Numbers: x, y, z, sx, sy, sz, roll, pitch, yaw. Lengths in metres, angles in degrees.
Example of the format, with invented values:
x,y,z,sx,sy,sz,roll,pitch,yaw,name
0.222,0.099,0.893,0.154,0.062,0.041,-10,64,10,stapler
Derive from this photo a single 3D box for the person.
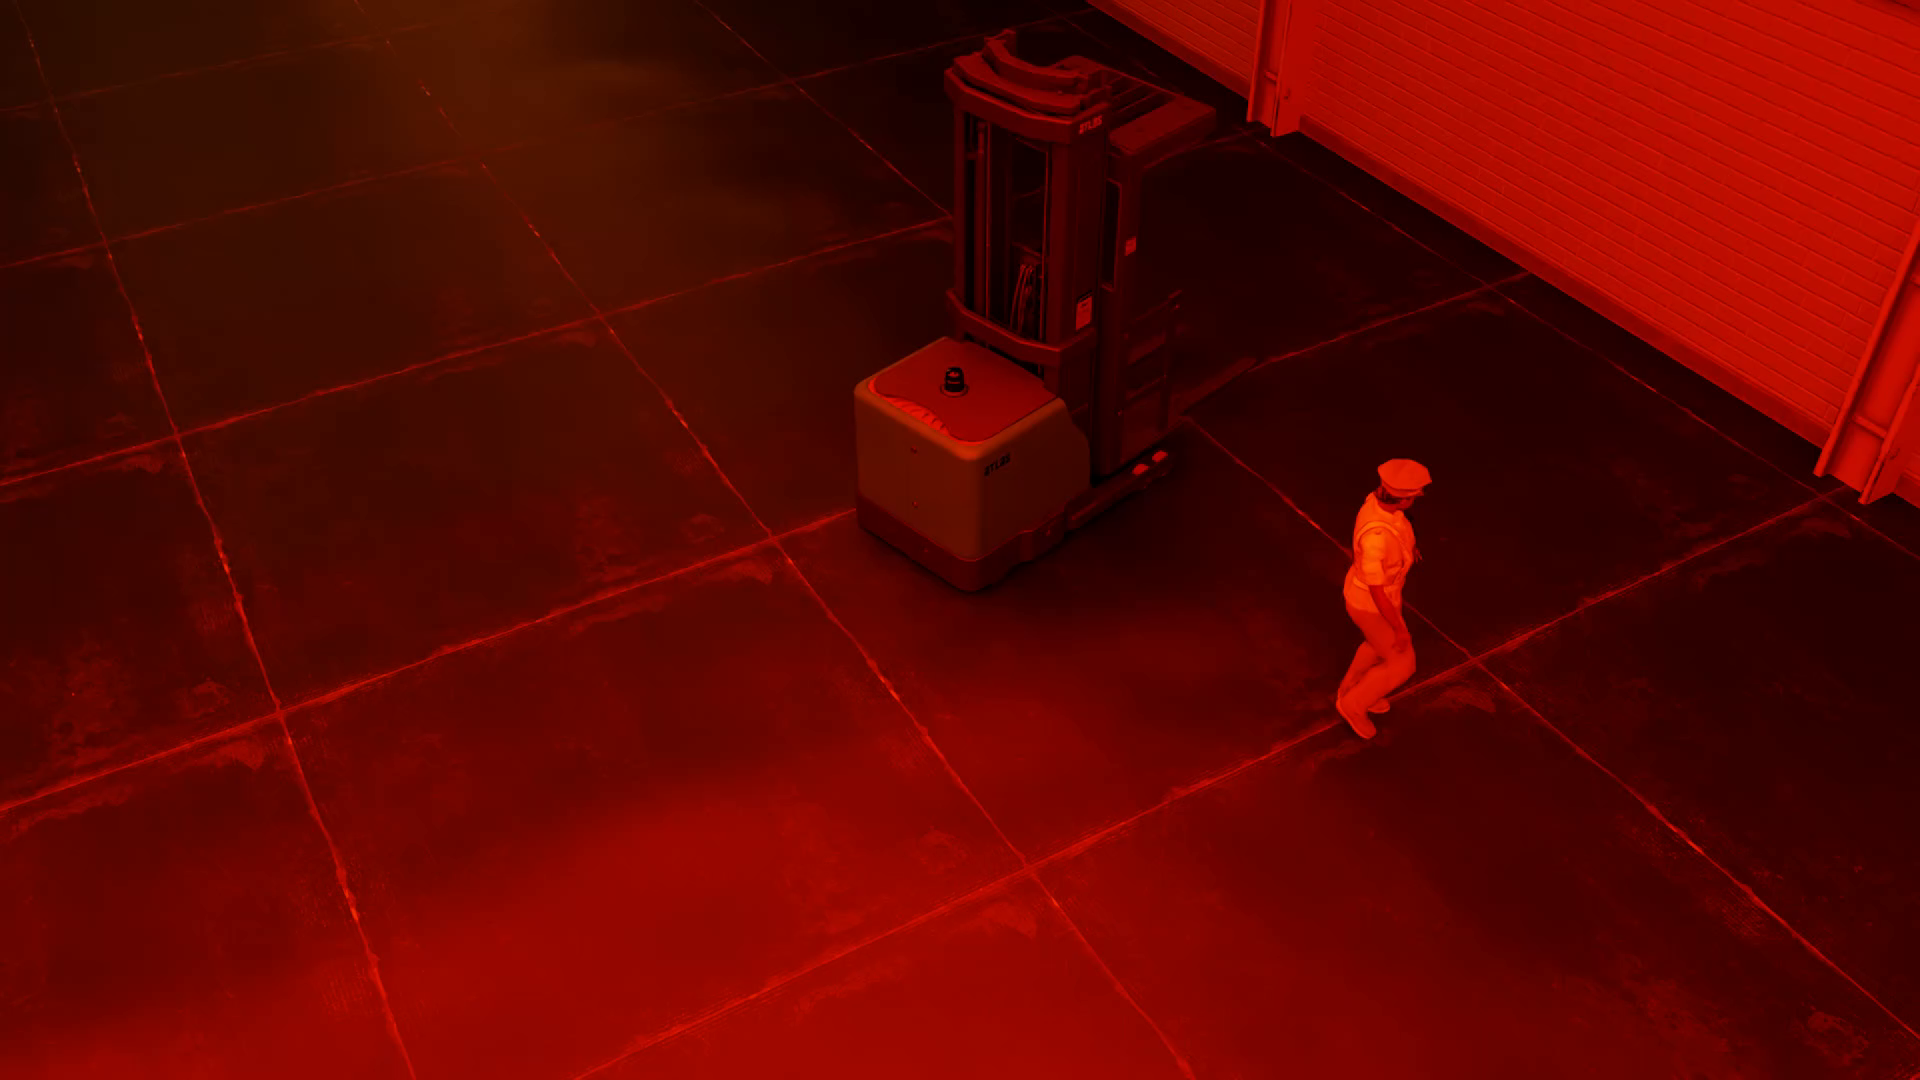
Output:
x,y,z,sx,sy,sz,roll,pitch,yaw,name
2.241,0.290,8.725,0.461,1.658,0.733,13,41,16,person

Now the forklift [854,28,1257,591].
x,y,z,sx,sy,sz,roll,pitch,yaw,name
0.752,-1.662,10.040,1.130,2.935,3.031,32,49,33,forklift
